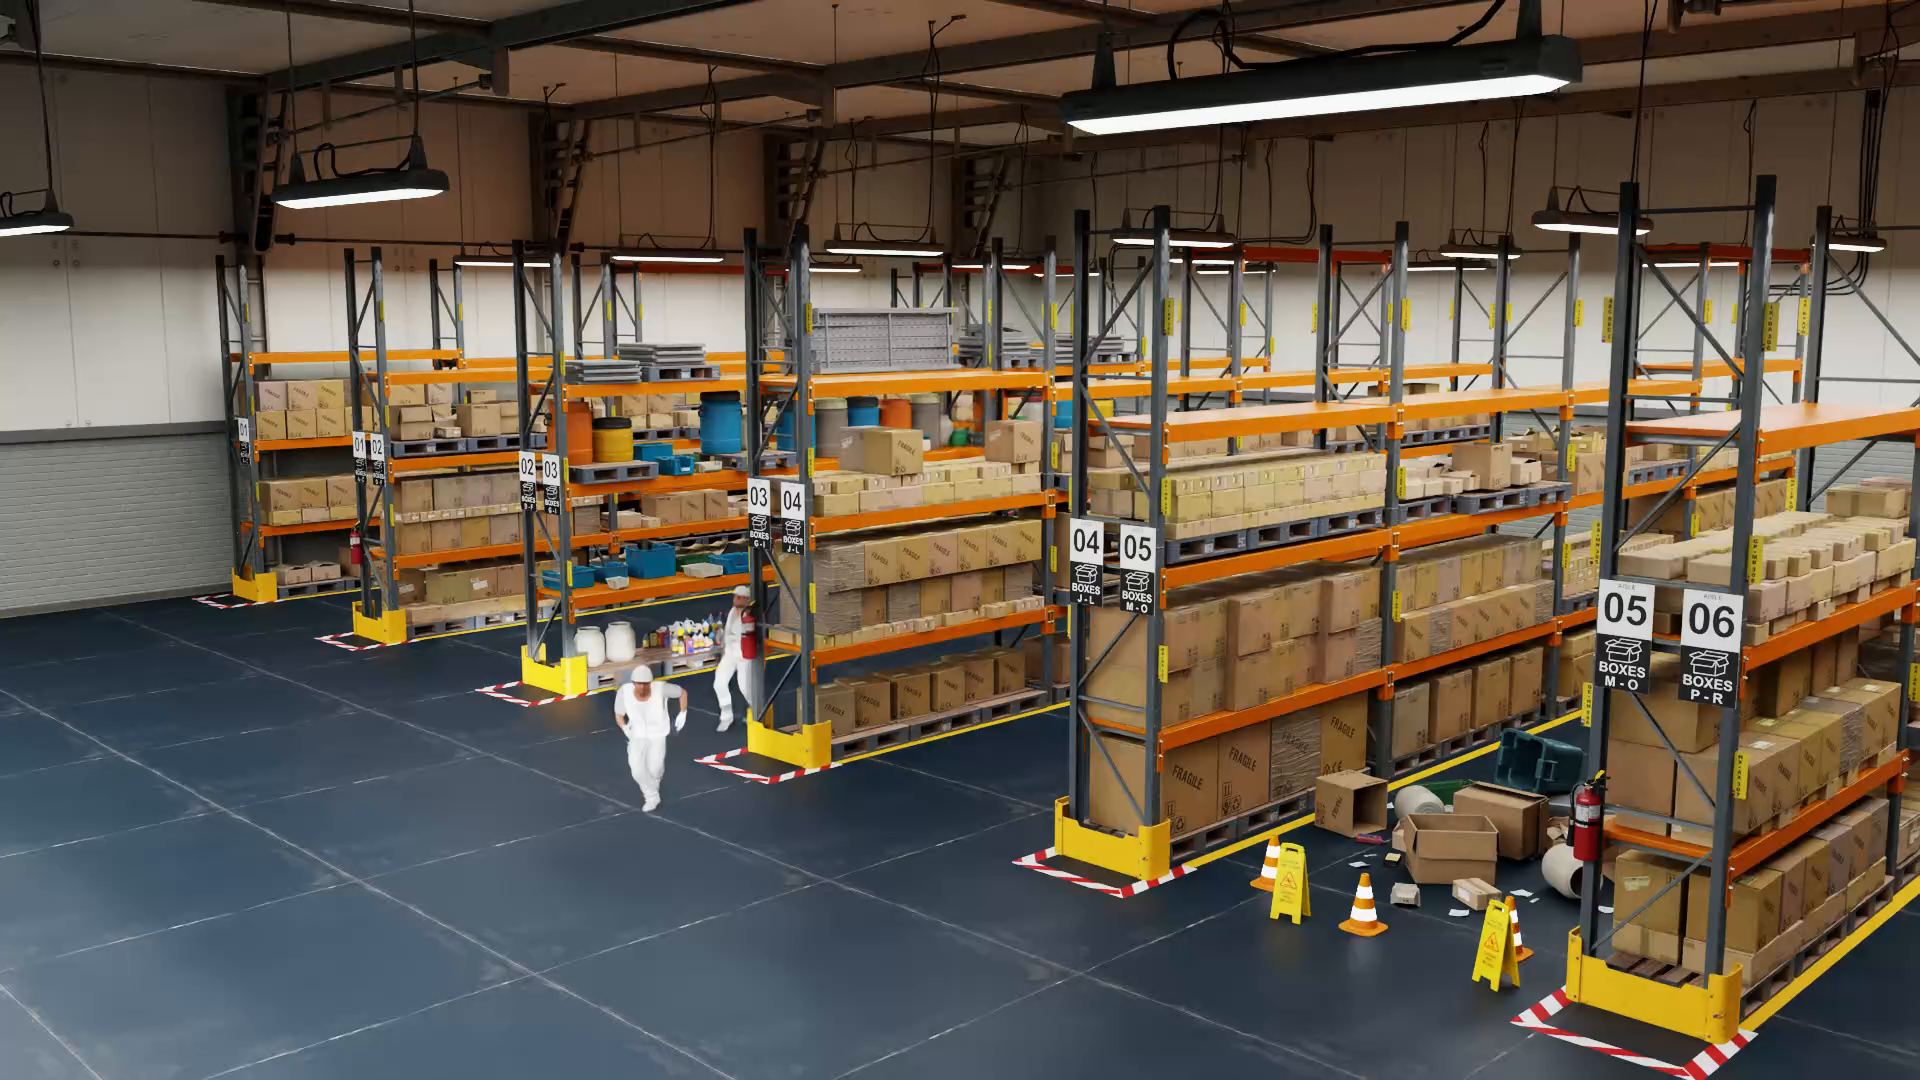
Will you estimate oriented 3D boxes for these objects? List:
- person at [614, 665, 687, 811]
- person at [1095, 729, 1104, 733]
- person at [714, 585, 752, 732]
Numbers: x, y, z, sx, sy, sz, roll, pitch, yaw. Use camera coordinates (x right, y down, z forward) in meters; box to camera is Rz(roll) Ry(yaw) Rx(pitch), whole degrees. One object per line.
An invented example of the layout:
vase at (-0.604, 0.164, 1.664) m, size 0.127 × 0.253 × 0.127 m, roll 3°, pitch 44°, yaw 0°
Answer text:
person at (-3.124, 2.008, 16.849) m, size 0.708 × 1.606 × 0.840 m, roll 0°, pitch 8°, yaw -3°
person at (1.729, 1.632, 19.006) m, size 0.707 × 1.724 × 0.753 m, roll 6°, pitch 10°, yaw 37°
person at (-2.665, 1.453, 20.194) m, size 0.654 × 1.835 × 0.741 m, roll 6°, pitch 10°, yaw 37°
